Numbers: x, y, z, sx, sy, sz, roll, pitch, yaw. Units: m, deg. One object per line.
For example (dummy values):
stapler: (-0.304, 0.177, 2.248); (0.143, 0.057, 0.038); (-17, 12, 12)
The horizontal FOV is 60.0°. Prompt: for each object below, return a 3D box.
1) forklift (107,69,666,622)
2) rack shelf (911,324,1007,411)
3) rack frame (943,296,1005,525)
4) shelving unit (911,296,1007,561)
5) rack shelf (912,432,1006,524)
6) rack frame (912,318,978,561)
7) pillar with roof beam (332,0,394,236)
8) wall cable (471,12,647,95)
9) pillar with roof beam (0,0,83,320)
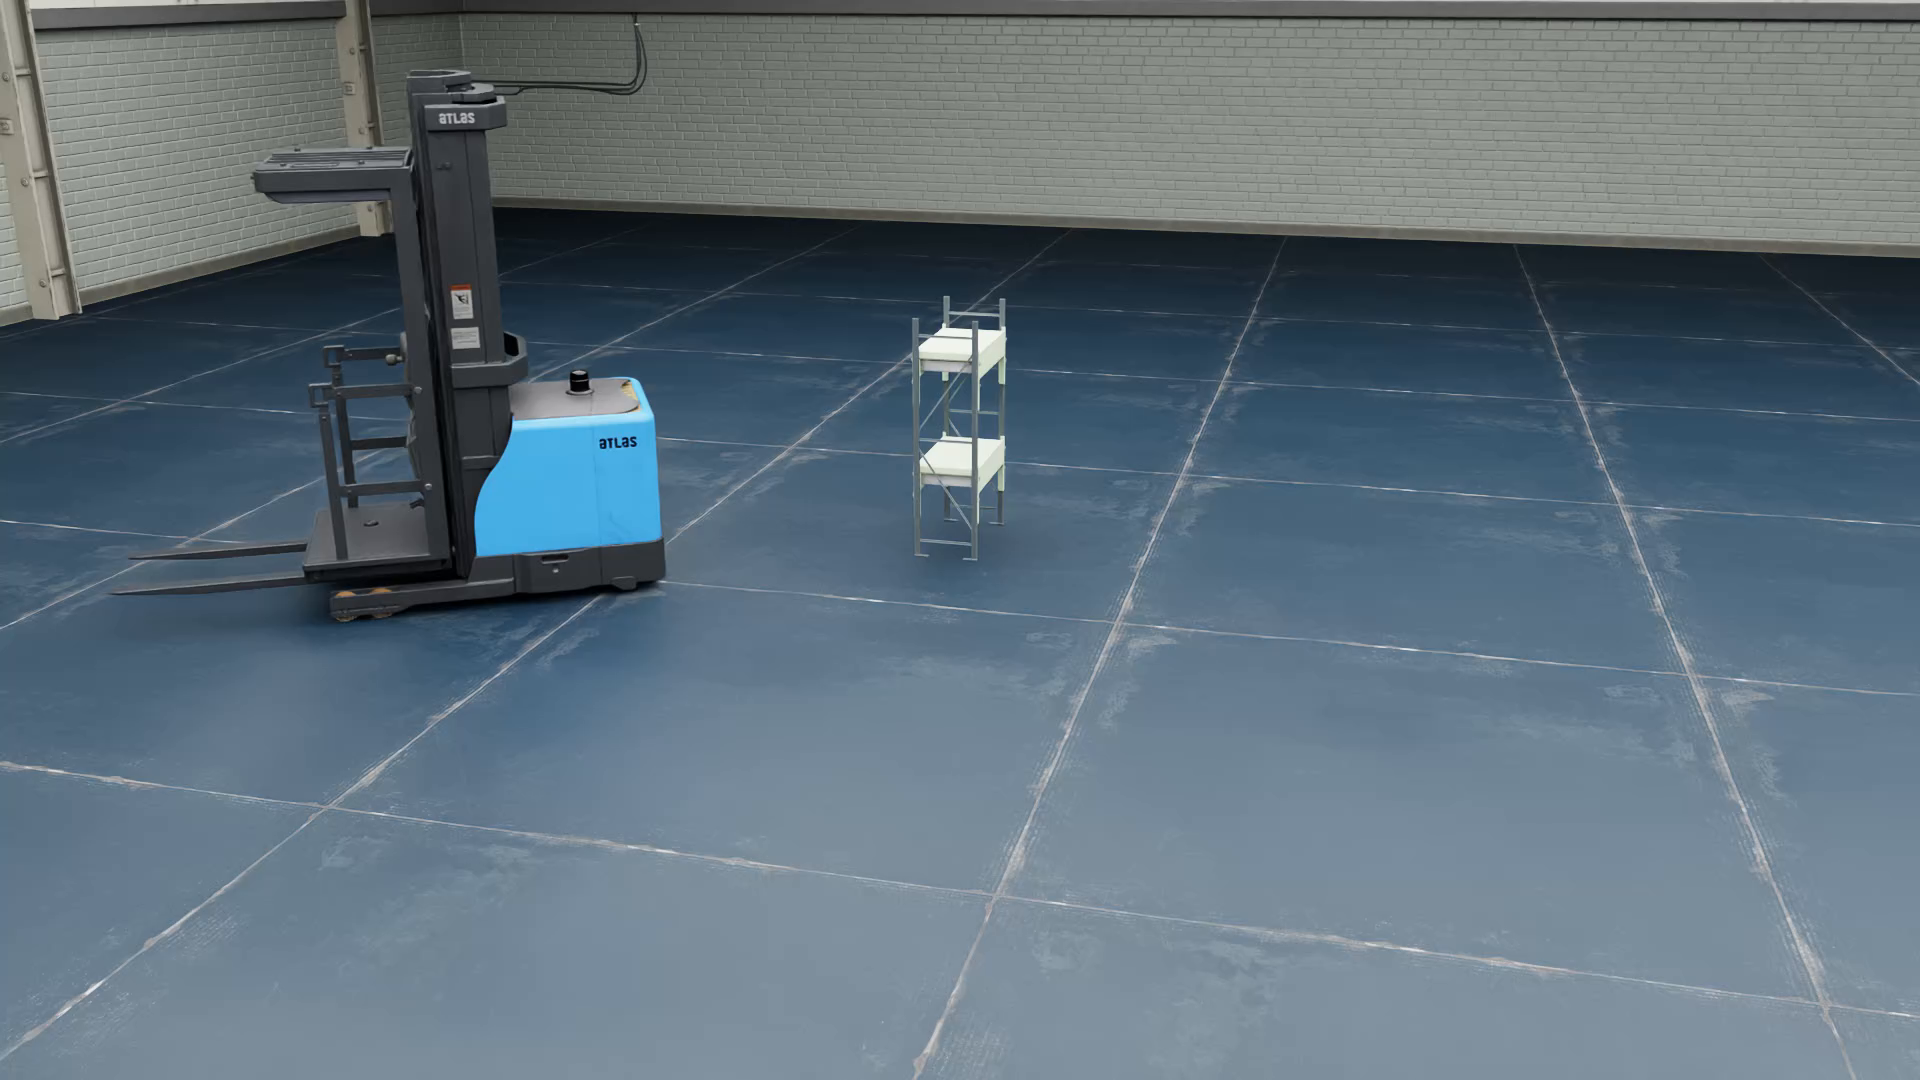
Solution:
forklift: (-3.320, -1.119, 9.428); (3.031, 2.935, 1.130); (-5, 20, -15)
rack shelf: (0.002, -1.081, 10.325); (0.431, 0.370, 0.720); (5, 19, 13)
rack frame: (0.091, -0.827, 10.787); (0.400, 1.500, 0.023); (5, 19, 13)
shelving unit: (0.002, -0.712, 10.451); (0.431, 1.500, 0.755); (5, 19, 13)
rack shelf: (0.002, -0.403, 10.557); (0.431, 0.370, 0.720); (5, 19, 13)
rack frame: (-0.088, -0.597, 10.115); (0.400, 1.500, 0.023); (5, 19, 13)
pillar with roof beam: (-3.959, -8.187, 20.735); (9.100, 9.000, 0.400); (5, 19, 13)
wall cable: (-6.131, -7.877, 24.630); (3.097, 2.526, 0.112); (5, 19, 13)
pillar with roof beam: (-5.425, -6.307, 15.230); (9.100, 9.000, 0.400); (5, 19, 13)
